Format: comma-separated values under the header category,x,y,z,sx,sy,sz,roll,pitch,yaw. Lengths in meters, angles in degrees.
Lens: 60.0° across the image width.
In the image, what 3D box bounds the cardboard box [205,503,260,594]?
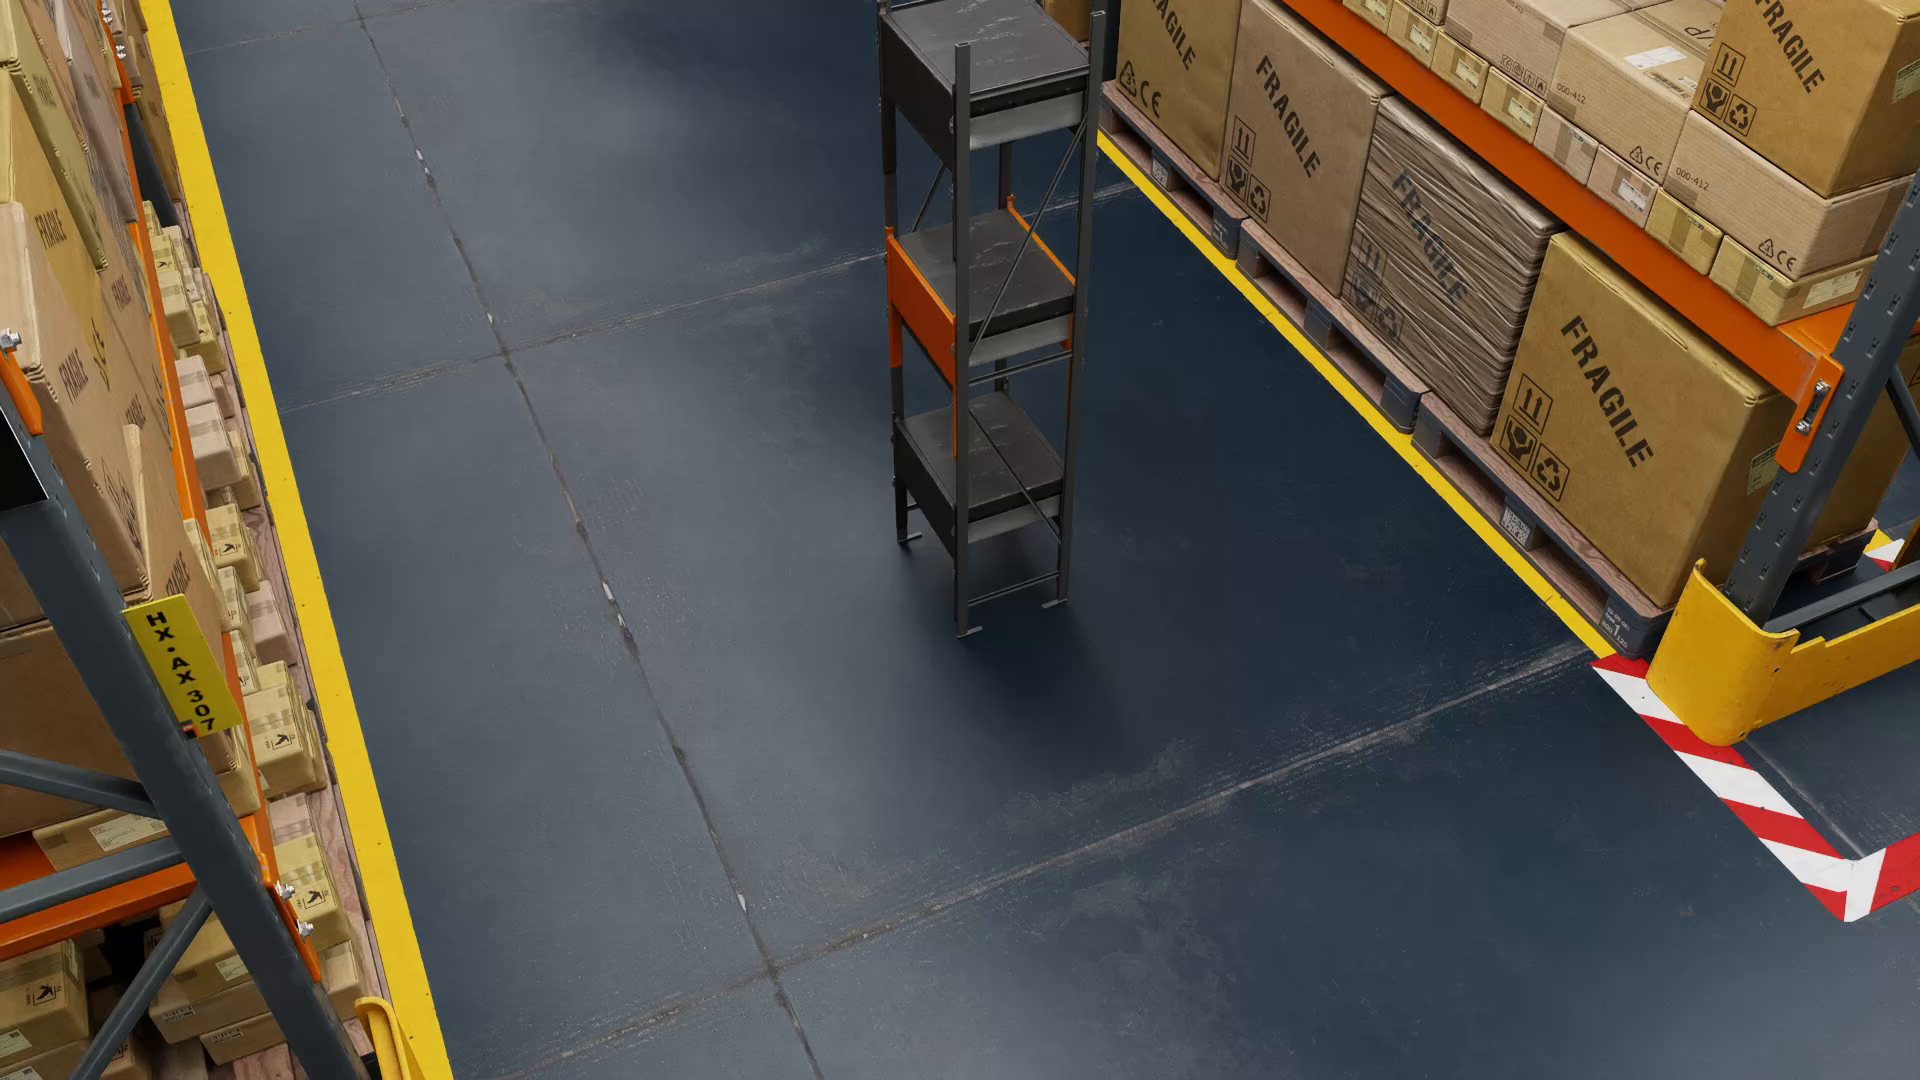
category,x,y,z,sx,sy,sz,roll,pitch,yaw
cardboard box,-2.272,0.072,4.848,0.380,0.149,0.250,-17,47,-17

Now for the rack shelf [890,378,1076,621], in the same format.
category,x,y,z,sx,sy,sz,roll,pitch,yaw
rack shelf,0.070,-0.134,5.407,0.431,0.518,0.480,-18,47,-17

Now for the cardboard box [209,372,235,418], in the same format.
category,x,y,z,sx,sy,sz,roll,pitch,yaw
cardboard box,-2.793,-0.509,5.861,0.380,0.149,0.250,-20,48,-19

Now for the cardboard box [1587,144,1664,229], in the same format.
category,x,y,z,sx,sy,sz,roll,pitch,yaw
cardboard box,2.090,-1.081,4.889,0.380,0.149,0.250,-18,47,-17

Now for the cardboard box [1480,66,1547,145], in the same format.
category,x,y,z,sx,sy,sz,roll,pitch,yaw
cardboard box,1.875,-1.405,5.217,0.380,0.149,0.250,-19,48,-18

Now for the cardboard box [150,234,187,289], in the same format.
category,x,y,z,sx,sy,sz,roll,pitch,yaw
cardboard box,-2.941,-0.909,5.843,0.380,0.149,0.250,-17,47,-17

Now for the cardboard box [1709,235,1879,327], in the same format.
category,x,y,z,sx,sy,sz,roll,pitch,yaw
cardboard box,2.306,-0.755,4.558,0.380,0.149,0.250,-17,47,-17

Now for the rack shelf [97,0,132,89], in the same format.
category,x,y,z,sx,sy,sz,roll,pitch,yaw
rack shelf,-4.311,-2.882,7.047,1.077,0.370,4.000,-18,47,-17

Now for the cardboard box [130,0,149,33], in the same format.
category,x,y,z,sx,sy,sz,roll,pitch,yaw
cardboard box,-4.186,-2.666,7.797,0.500,0.500,0.500,-20,48,-19

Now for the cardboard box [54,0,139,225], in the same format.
category,x,y,z,sx,sy,sz,roll,pitch,yaw
cardboard box,-2.586,-1.131,4.478,0.500,0.500,0.500,-18,47,-18

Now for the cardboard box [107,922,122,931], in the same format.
category,x,y,z,sx,sy,sz,roll,pitch,yaw
cardboard box,-2.432,0.949,4.383,0.380,0.149,0.250,-18,47,-18

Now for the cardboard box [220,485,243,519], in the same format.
category,x,y,z,sx,sy,sz,roll,pitch,yaw
cardboard box,-2.513,-0.003,5.348,0.380,0.149,0.250,-17,47,-17

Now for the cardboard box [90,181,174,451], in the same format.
category,x,y,z,sx,sy,sz,roll,pitch,yaw
cardboard box,-2.169,-0.473,3.811,0.500,0.500,0.500,-17,47,-17

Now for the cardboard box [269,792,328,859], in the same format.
category,x,y,z,sx,sy,sz,roll,pitch,yaw
cardboard box,-1.840,0.844,4.278,0.380,0.149,0.250,-18,47,-18

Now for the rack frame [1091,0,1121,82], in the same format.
category,x,y,z,sx,sy,sz,roll,pitch,yaw
rack frame,1.072,-3.264,6.922,1.000,3.000,0.127,-18,47,-17

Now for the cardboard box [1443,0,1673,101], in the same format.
category,x,y,z,sx,sy,sz,roll,pitch,yaw
cardboard box,1.883,-1.645,5.177,0.500,0.250,0.500,-20,48,-19

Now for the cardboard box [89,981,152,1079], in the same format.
category,x,y,z,sx,sy,sz,roll,pitch,yaw
cardboard box,-2.199,1.277,4.051,0.380,0.149,0.250,-17,47,-17

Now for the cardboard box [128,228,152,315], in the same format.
category,x,y,z,sx,sy,sz,roll,pitch,yaw
cardboard box,-2.415,-0.686,4.488,0.380,0.149,0.250,-17,47,-17

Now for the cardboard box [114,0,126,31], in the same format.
category,x,y,z,sx,sy,sz,roll,pitch,yaw
cardboard box,-3.768,-2.277,6.869,0.500,0.250,0.500,-17,47,-16

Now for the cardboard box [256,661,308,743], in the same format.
category,x,y,z,sx,sy,sz,roll,pitch,yaw
cardboard box,-2.033,0.519,4.607,0.380,0.149,0.250,-17,47,-16

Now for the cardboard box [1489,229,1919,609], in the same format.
category,x,y,z,sx,sy,sz,roll,pitch,yaw
cardboard box,2.412,-0.492,5.327,0.875,0.875,0.875,-18,47,-17

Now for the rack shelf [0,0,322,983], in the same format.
category,x,y,z,sx,sy,sz,roll,pitch,yaw
rack shelf,-2.630,-0.333,4.464,1.077,0.370,4.000,-18,47,-17

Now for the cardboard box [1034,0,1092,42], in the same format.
category,x,y,z,sx,sy,sz,roll,pitch,yaw
cardboard box,0.785,-3.059,7.928,1.225,0.875,0.875,-18,47,-17

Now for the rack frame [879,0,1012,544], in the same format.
category,x,y,z,sx,sy,sz,roll,pitch,yaw
rack frame,-0.033,-0.797,5.063,0.400,2.100,0.015,-18,47,-17

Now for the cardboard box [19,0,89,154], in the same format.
category,x,y,z,sx,sy,sz,roll,pitch,yaw
cardboard box,-2.370,-1.158,3.793,0.500,0.500,0.500,-19,48,-19

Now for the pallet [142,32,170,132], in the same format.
category,x,y,z,sx,sy,sz,roll,pitch,yaw
pallet,-4.316,-2.145,7.774,1.003,0.211,1.213,-18,47,-17

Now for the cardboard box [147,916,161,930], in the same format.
category,x,y,z,sx,sy,sz,roll,pitch,yaw
cardboard box,-1.903,0.980,4.352,0.380,0.149,0.250,-18,47,-18

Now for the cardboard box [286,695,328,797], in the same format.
category,x,y,z,sx,sy,sz,roll,pitch,yaw
cardboard box,-2.022,0.628,4.708,0.380,0.149,0.250,-17,47,-17

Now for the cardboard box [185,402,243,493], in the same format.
category,x,y,z,sx,sy,sz,roll,pitch,yaw
cardboard box,-2.470,-0.250,5.175,0.380,0.149,0.250,-20,48,-19

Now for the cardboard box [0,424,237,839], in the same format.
category,x,y,z,sx,sy,sz,roll,pitch,yaw
cardboard box,-1.727,0.177,3.152,0.500,0.500,0.500,-16,47,-16

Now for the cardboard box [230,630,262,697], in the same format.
category,x,y,z,sx,sy,sz,roll,pitch,yaw
cardboard box,-2.095,0.433,4.483,0.380,0.149,0.250,-20,48,-19

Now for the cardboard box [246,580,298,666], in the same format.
category,x,y,z,sx,sy,sz,roll,pitch,yaw
cardboard box,-2.241,0.310,5.031,0.380,0.149,0.250,-20,48,-19

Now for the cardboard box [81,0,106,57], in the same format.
category,x,y,z,sx,sy,sz,roll,pitch,yaw
cardboard box,-3.011,-1.780,5.135,0.500,0.500,0.500,-18,47,-17

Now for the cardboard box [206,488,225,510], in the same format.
category,x,y,z,sx,sy,sz,roll,pitch,yaw
cardboard box,-2.560,-0.141,5.276,0.380,0.149,0.250,-20,48,-19

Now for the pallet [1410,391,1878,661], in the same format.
category,x,y,z,sx,sy,sz,roll,pitch,yaw
pallet,2.347,-0.208,5.811,1.003,0.211,1.213,-18,47,-17

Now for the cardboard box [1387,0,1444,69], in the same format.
category,x,y,z,sx,sy,sz,roll,pitch,yaw
cardboard box,1.663,-1.729,5.546,0.380,0.149,0.250,-17,47,-17

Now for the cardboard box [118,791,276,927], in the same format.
category,x,y,z,sx,sy,sz,roll,pitch,yaw
cardboard box,-1.926,0.765,4.146,0.380,0.149,0.250,-17,47,-17

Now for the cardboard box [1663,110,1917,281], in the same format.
category,x,y,z,sx,sy,sz,roll,pitch,yaw
cardboard box,2.310,-0.998,4.520,0.500,0.250,0.500,-19,48,-18

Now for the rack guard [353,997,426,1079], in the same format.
category,x,y,z,sx,sy,sz,roll,pitch,yaw
rack guard,-1.821,1.527,3.846,1.175,0.500,0.348,-18,47,-17

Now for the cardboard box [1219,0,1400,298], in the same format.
category,x,y,z,sx,sy,sz,roll,pitch,yaw
cardboard box,1.656,-1.639,6.489,0.875,0.875,0.875,-18,47,-17

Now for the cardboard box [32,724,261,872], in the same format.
category,x,y,z,sx,sy,sz,roll,pitch,yaw
cardboard box,-1.627,0.472,3.315,0.380,0.149,0.250,-18,48,-18

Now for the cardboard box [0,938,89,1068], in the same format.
category,x,y,z,sx,sy,sz,roll,pitch,yaw
cardboard box,-2.241,1.077,3.830,0.380,0.149,0.250,-18,47,-17

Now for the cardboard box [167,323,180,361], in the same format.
category,x,y,z,sx,sy,sz,roll,pitch,yaw
cardboard box,-2.792,-0.564,5.493,0.380,0.149,0.250,-17,47,-16

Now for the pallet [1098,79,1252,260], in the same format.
category,x,y,z,sx,sy,sz,roll,pitch,yaw
pallet,1.321,-1.763,7.387,1.003,0.211,1.213,-18,47,-17

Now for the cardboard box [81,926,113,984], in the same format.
category,x,y,z,sx,sy,sz,roll,pitch,yaw
cardboard box,-2.331,1.011,4.109,0.380,0.149,0.250,-19,48,-18

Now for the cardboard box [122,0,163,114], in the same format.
category,x,y,z,sx,sy,sz,roll,pitch,yaw
cardboard box,-3.765,-2.009,7.131,0.500,0.500,0.500,-16,47,-16

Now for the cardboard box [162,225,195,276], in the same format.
category,x,y,z,sx,sy,sz,roll,pitch,yaw
cardboard box,-3.050,-0.997,6.144,0.380,0.149,0.250,-17,47,-17

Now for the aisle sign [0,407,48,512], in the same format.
category,x,y,z,sx,sy,sz,roll,pitch,yaw
aisle sign,-1.486,-0.282,2.049,0.394,0.787,0.004,-18,47,-17

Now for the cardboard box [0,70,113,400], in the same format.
category,x,y,z,sx,sy,sz,roll,pitch,yaw
cardboard box,-1.955,-0.496,3.122,0.500,0.500,0.500,-17,47,-16

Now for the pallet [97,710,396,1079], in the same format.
category,x,y,z,sx,sy,sz,roll,pitch,yaw
pallet,-2.130,1.102,4.483,1.003,0.211,1.213,-18,47,-17

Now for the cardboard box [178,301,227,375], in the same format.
category,x,y,z,sx,sy,sz,roll,pitch,yaw
cardboard box,-2.796,-0.663,5.805,0.380,0.149,0.250,-20,48,-19

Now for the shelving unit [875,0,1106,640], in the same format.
category,x,y,z,sx,sy,sz,roll,pitch,yaw
shelving unit,0.070,-0.642,4.906,0.431,2.100,0.503,-18,47,-17

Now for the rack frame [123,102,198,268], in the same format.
category,x,y,z,sx,sy,sz,roll,pitch,yaw
rack frame,-3.471,-1.863,5.503,1.000,3.000,0.127,-18,47,-17

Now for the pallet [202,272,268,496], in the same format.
category,x,y,z,sx,sy,sz,roll,pitch,yaw
pallet,-3.156,-0.453,6.059,1.003,0.211,1.213,-18,47,-17
